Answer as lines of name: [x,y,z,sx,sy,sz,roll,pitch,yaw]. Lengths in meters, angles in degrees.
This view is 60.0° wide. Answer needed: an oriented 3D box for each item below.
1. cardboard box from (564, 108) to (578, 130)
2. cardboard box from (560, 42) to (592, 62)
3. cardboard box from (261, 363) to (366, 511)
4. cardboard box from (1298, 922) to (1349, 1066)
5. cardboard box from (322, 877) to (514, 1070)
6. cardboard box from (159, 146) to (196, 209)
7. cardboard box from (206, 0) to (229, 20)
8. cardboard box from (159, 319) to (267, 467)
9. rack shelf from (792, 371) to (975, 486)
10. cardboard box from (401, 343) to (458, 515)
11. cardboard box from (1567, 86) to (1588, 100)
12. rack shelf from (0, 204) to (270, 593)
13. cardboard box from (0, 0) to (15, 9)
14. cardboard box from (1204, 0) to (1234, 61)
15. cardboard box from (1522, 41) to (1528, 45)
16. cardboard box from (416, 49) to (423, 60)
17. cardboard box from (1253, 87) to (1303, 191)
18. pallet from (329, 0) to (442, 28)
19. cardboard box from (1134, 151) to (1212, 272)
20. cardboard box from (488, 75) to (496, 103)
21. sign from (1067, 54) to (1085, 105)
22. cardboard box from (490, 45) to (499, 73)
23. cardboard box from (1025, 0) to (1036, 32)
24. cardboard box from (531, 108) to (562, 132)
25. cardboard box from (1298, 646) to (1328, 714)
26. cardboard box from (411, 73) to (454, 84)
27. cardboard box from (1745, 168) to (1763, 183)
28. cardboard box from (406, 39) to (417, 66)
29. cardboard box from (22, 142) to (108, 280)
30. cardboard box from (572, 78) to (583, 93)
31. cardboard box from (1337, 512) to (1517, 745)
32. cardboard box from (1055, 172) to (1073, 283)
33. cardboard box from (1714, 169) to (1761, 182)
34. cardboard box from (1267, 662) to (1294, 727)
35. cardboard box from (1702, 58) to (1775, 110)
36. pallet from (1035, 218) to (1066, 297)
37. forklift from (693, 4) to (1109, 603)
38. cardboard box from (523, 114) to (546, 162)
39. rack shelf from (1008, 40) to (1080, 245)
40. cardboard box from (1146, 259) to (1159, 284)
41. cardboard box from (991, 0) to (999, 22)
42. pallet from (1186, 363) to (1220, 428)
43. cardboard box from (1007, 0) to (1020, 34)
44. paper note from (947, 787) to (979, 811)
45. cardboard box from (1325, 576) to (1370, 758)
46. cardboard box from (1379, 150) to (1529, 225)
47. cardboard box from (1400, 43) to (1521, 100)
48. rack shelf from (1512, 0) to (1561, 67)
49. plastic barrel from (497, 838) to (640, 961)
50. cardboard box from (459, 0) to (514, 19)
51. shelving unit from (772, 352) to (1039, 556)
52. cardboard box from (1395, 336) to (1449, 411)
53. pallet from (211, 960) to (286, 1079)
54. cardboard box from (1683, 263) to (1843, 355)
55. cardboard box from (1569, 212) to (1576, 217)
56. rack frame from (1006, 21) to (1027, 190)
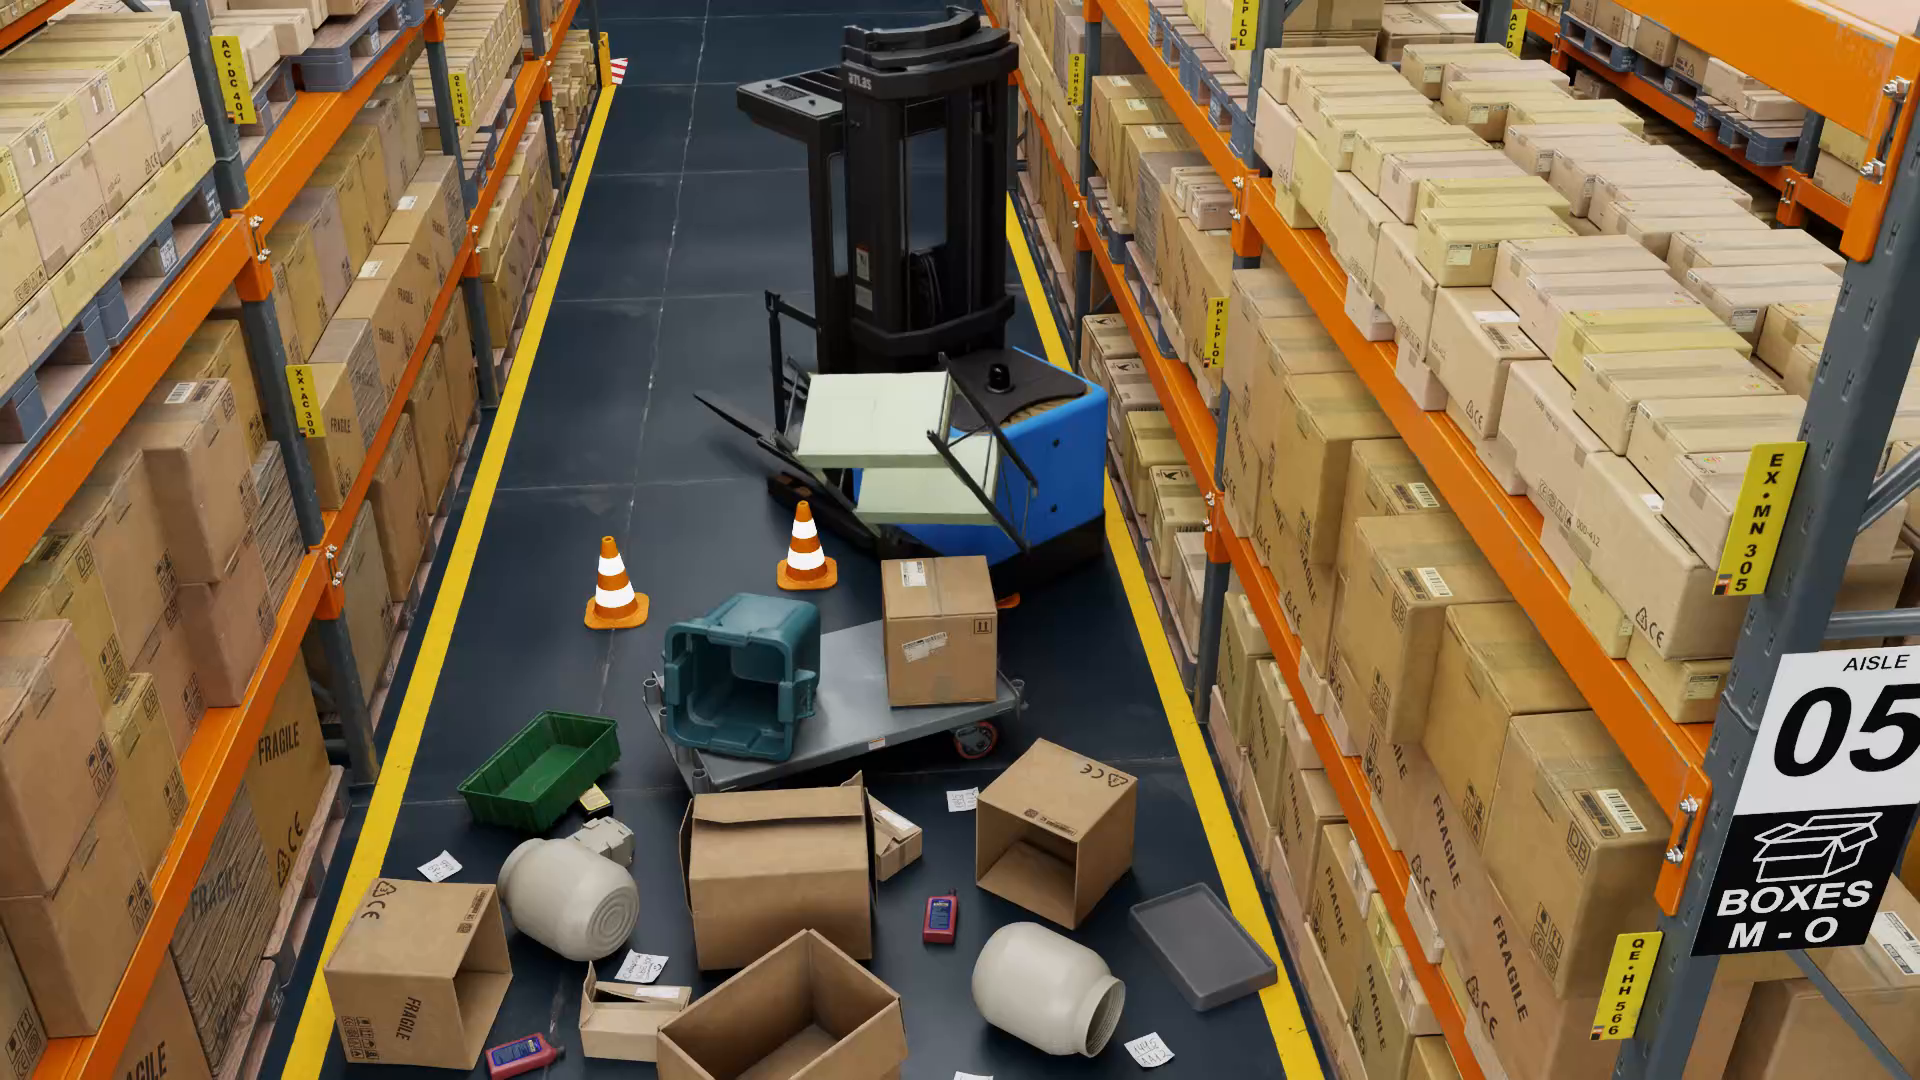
cardboard box: [-3.875,-4.040,15.960,0.380,0.149,0.250,-4,31,-6]
cardboard box: [-3.954,-4.961,16.921,0.380,0.149,0.250,-3,31,-6]
cardboard box: [-3.033,-0.462,7.501,0.500,0.500,0.500,-2,31,-4]
cardboard box: [1.603,1.684,6.277,0.500,0.250,0.500,-4,31,-6]
cardboard box: [-2.085,1.678,6.451,0.500,0.500,0.500,2,31,4]
cardboard box: [-2.876,-1.242,5.716,0.380,0.149,0.250,-2,31,-4]
cardboard box: [-3.635,-2.495,7.656,0.500,0.311,0.500,-4,31,-6]
cardboard box: [-3.252,-0.476,6.422,0.875,0.550,0.550,-3,31,-5]
rack shelf: [-0.337,-0.512,7.615,0.720,0.370,0.431,1,70,20]
cardboard box: [-3.573,-0.633,9.669,1.050,0.750,0.750,-2,31,-4]
cardboard box: [5.630,-3.940,14.817,0.380,0.149,0.250,-1,31,-2]
rack shelf: [-3.065,-0.096,4.761,1.077,0.370,4.000,-3,31,-5]
cardboard box: [-8.826,-4.870,14.835,0.500,0.250,0.500,-2,31,-3]
cardboard box: [1.426,-2.380,7.621,0.500,0.250,0.500,-2,31,-4]
cardboard box: [5.441,-4.870,17.007,0.500,0.500,0.500,-2,31,-4]
cardboard box: [-4.347,-3.674,12.811,0.380,0.149,0.250,-2,31,-4]
cardboard box: [1.436,-1.540,6.334,0.500,0.250,0.500,-3,31,-6]
pallet: [-3.513,-3.060,9.208,1.213,0.211,1.003,-1,31,-2]
cardboard box: [1.256,-1.787,9.019,0.500,0.500,0.500,-4,31,-6]
cardboard box: [-3.615,-3.300,12.186,0.380,0.149,0.250,-4,31,-6]
sign: [0.741,-2.938,10.614,0.100,0.325,0.005,-3,31,-5]
cardboard box: [-3.639,-3.556,12.323,0.380,0.149,0.250,-3,31,-4]
cardboard box: [0.794,-4.230,12.834,0.500,0.500,0.500,-3,31,-6]
cardboard box: [-3.792,-3.763,14.916,0.380,0.149,0.250,-1,31,-2]
cardboard box: [1.487,0.511,6.214,0.380,0.149,0.250,-3,31,-4]
cardboard box: [-3.522,-3.016,11.129,0.380,0.149,0.250,-3,31,-5]
cardboard box: [6.390,-2.910,13.091,0.380,0.149,0.250,-3,31,-6]
cardboard box: [-4.317,-3.665,12.506,0.380,0.149,0.250,-2,31,-3]
cardboard box: [-2.859,-0.959,4.855,0.500,0.250,0.500,-3,31,-5]
cardboard box: [-3.923,-4.432,16.325,0.380,0.149,0.250,-1,31,-2]
cardboard box: [1.586,0.251,5.042,0.700,0.500,0.500,-3,31,-5]
cardboard box: [1.232,-2.549,12.755,0.875,0.875,0.875,-2,31,-4]
cardboard box: [5.920,-2.745,12.817,0.380,0.149,0.250,-2,31,-3]
cardboard box: [1.455,0.616,6.701,0.380,0.149,0.250,-2,31,-3]
cardboard box: [5.814,-3.347,12.166,0.500,0.250,0.500,-4,31,-7]
pallet: [1.184,-2.299,13.393,1.003,0.211,1.213,-3,31,-5]
forklift: [-0.518,-1.565,9.512,1.130,2.935,3.031,-24,38,-34]
cardboard box: [-3.678,-3.283,13.618,0.500,0.250,0.500,-4,31,-6]
rack shelf: [1.107,-3.181,12.852,1.077,0.370,4.000,-3,31,-5]
cardboard box: [1.241,-1.539,9.237,0.380,0.149,0.250,-2,31,-3]
cardboard box: [0.568,-5.041,15.167,0.500,0.500,0.500,-3,31,-6]
pallet: [1.741,-0.741,8.253,1.003,0.211,1.213,-3,31,-5]
cardboard box: [0.680,-4.423,13.889,0.500,0.250,0.500,-4,31,-6]
paper note: [0.018,1.200,7.710,0.148,0.019,0.142,-3,31,-5]
cardboard box: [1.602,0.410,5.751,0.500,0.500,0.500,-2,31,-4]
cardboard box: [1.548,-1.110,5.225,0.380,0.149,0.250,-3,31,-5]
cardboard box: [1.914,-1.797,6.376,0.380,0.149,0.250,-2,31,-4]
rack shelf: [5.674,-5.463,16.672,1.077,0.370,4.000,-3,31,-5]
plastic barrel: [-1.619,1.474,6.870,0.512,0.421,0.421,20,36,29]
cardboard box: [-3.741,-4.217,13.141,0.380,0.149,0.250,-4,31,-6]
shelving unit: [-0.213,-0.376,7.959,0.755,1.500,0.431,1,70,20]
cardboard box: [1.541,-0.515,5.007,0.380,0.149,0.250,-3,31,-5]
pallet: [-3.142,2.076,6.069,1.003,0.211,1.213,-3,31,-5]
cardboard box: [2.142,-0.610,4.388,0.380,0.149,0.250,-3,31,-5]
cardboard box: [2.058,-1.046,5.507,0.500,0.250,0.500,-3,31,-5]
rack frame: [0.920,-4.511,14.377,1.000,3.000,0.127,-3,31,-5]
